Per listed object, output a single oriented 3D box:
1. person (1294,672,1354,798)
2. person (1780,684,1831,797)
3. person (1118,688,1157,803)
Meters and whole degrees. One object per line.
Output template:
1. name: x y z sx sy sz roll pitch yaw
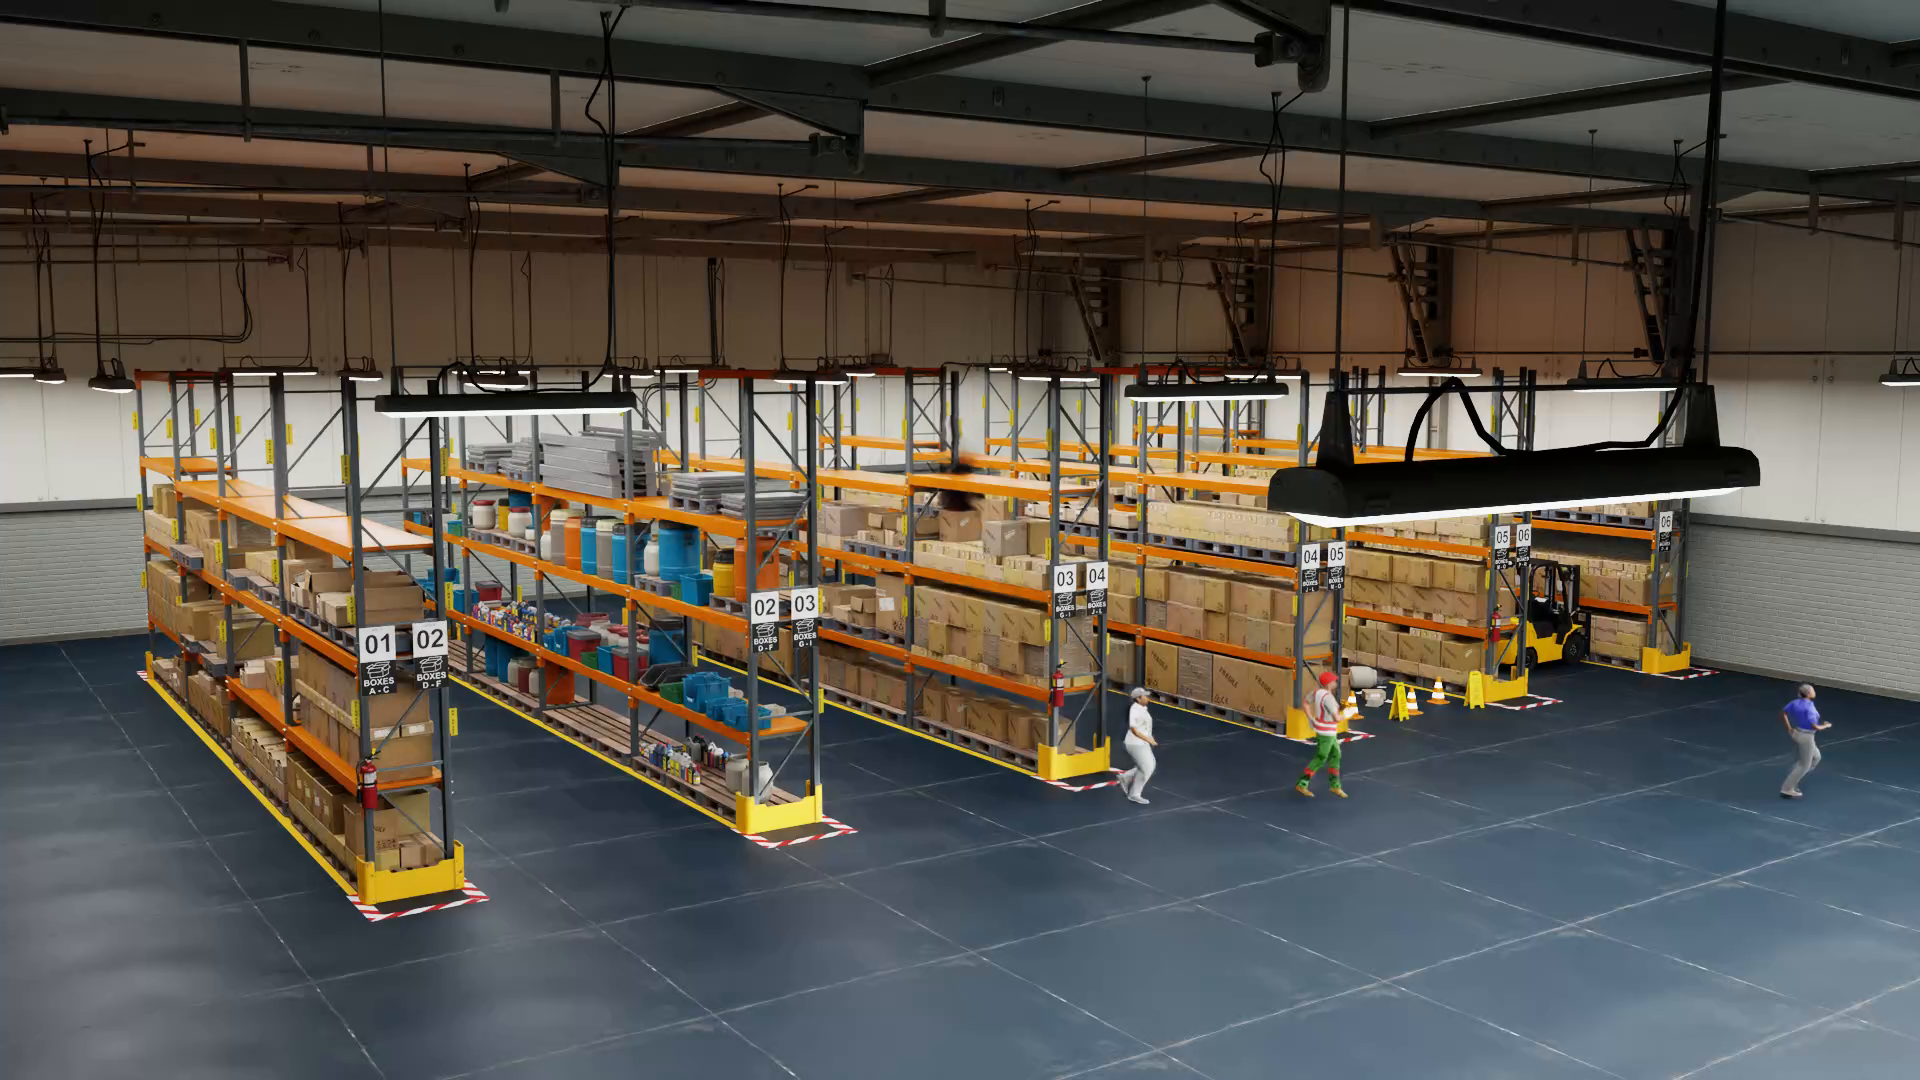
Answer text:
1. person: 5.148 2.776 23.541 0.837 1.846 0.662 0 6 -1
2. person: 12.045 2.851 23.677 0.665 1.641 0.566 1 6 6
3. person: 2.516 2.890 23.506 0.558 1.636 0.645 1 7 11
